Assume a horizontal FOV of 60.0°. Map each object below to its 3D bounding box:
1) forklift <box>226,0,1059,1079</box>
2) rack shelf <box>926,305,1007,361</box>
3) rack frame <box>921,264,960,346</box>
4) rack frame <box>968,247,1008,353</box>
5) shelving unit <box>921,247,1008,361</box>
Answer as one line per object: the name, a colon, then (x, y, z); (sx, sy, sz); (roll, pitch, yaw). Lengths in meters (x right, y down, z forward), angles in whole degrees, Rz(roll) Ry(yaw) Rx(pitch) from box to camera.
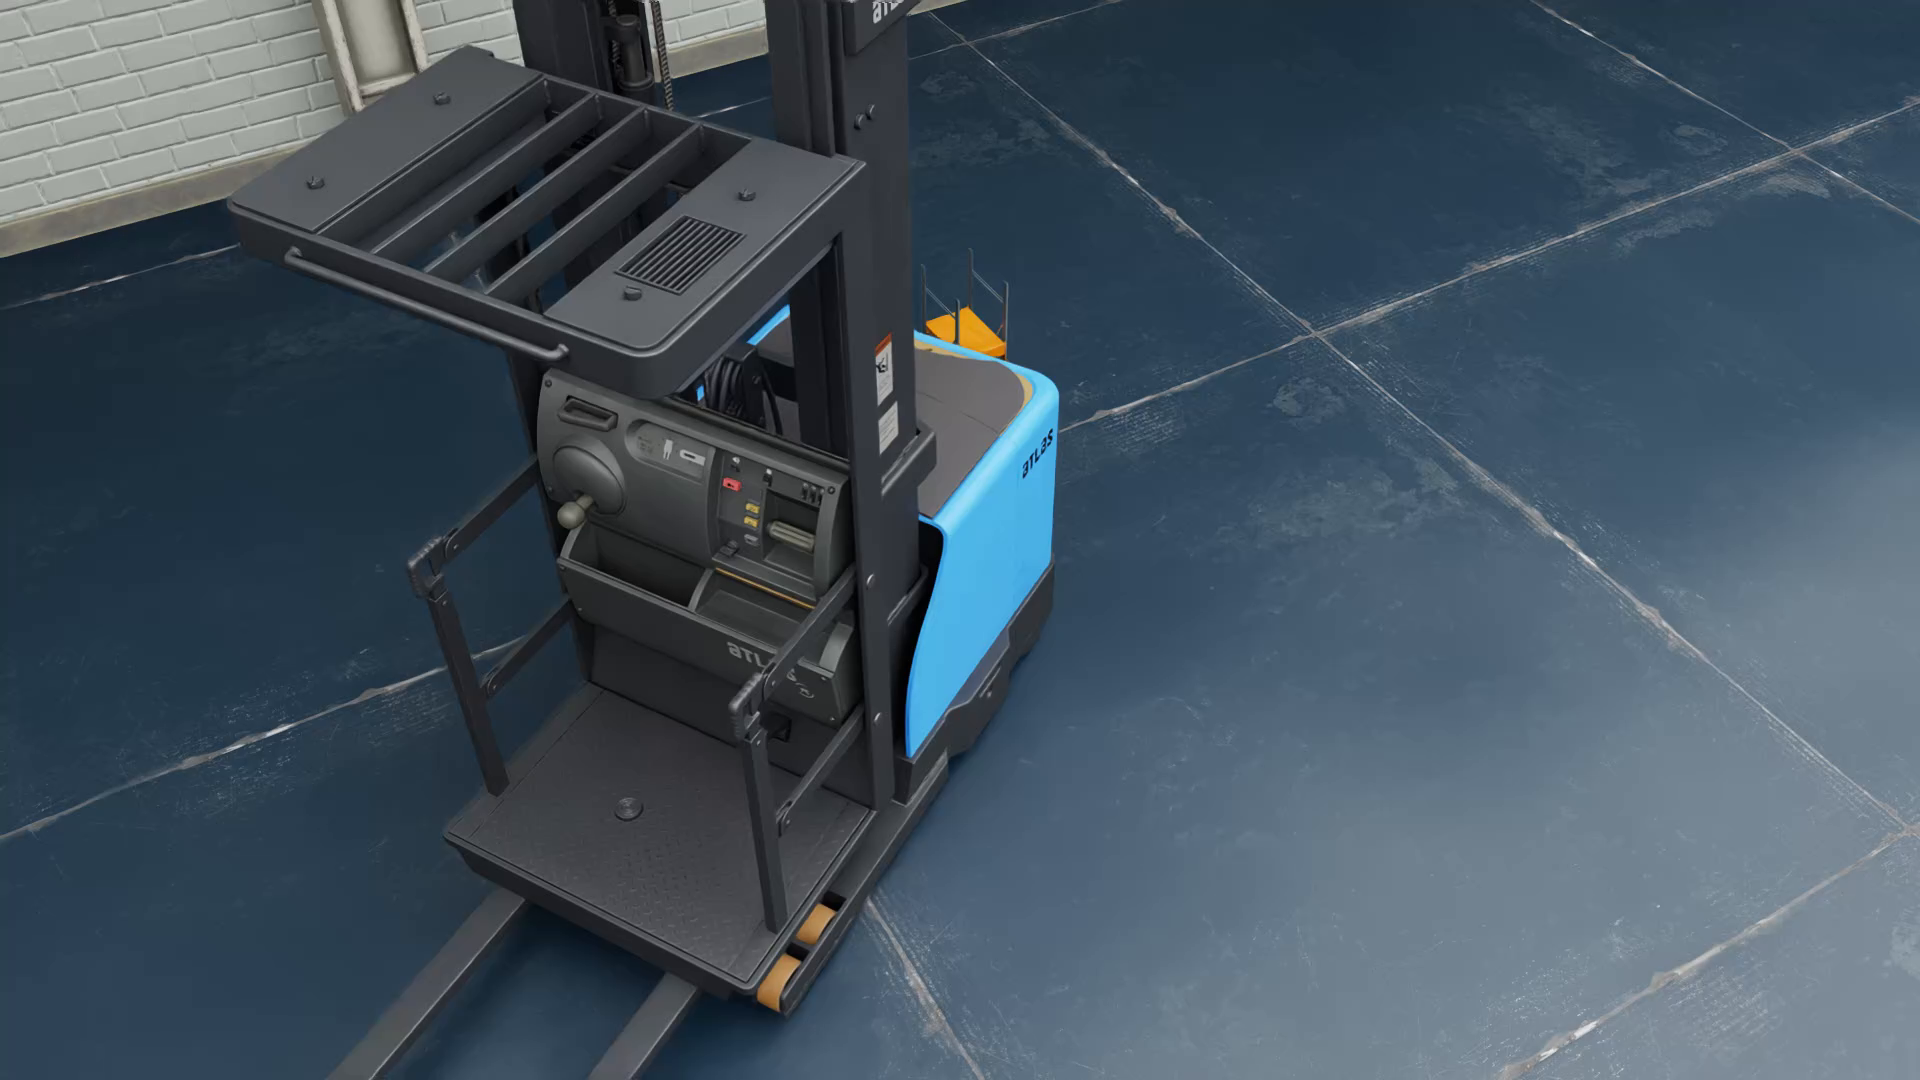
forklift: (-0.817, -0.049, 4.196); (1.130, 2.935, 3.031); (21, 48, 20)
rack shelf: (0.014, -0.663, 5.618); (0.180, 0.103, 0.258); (-23, 49, -22)
rack frame: (-0.065, -0.405, 5.805); (0.006, 1.200, 0.240); (-23, 49, -22)
rack frame: (0.092, -0.471, 5.872); (0.006, 1.200, 0.240); (-23, 49, -22)
shelving unit: (0.014, -0.438, 5.839); (0.189, 1.200, 0.258); (-23, 49, -22)
